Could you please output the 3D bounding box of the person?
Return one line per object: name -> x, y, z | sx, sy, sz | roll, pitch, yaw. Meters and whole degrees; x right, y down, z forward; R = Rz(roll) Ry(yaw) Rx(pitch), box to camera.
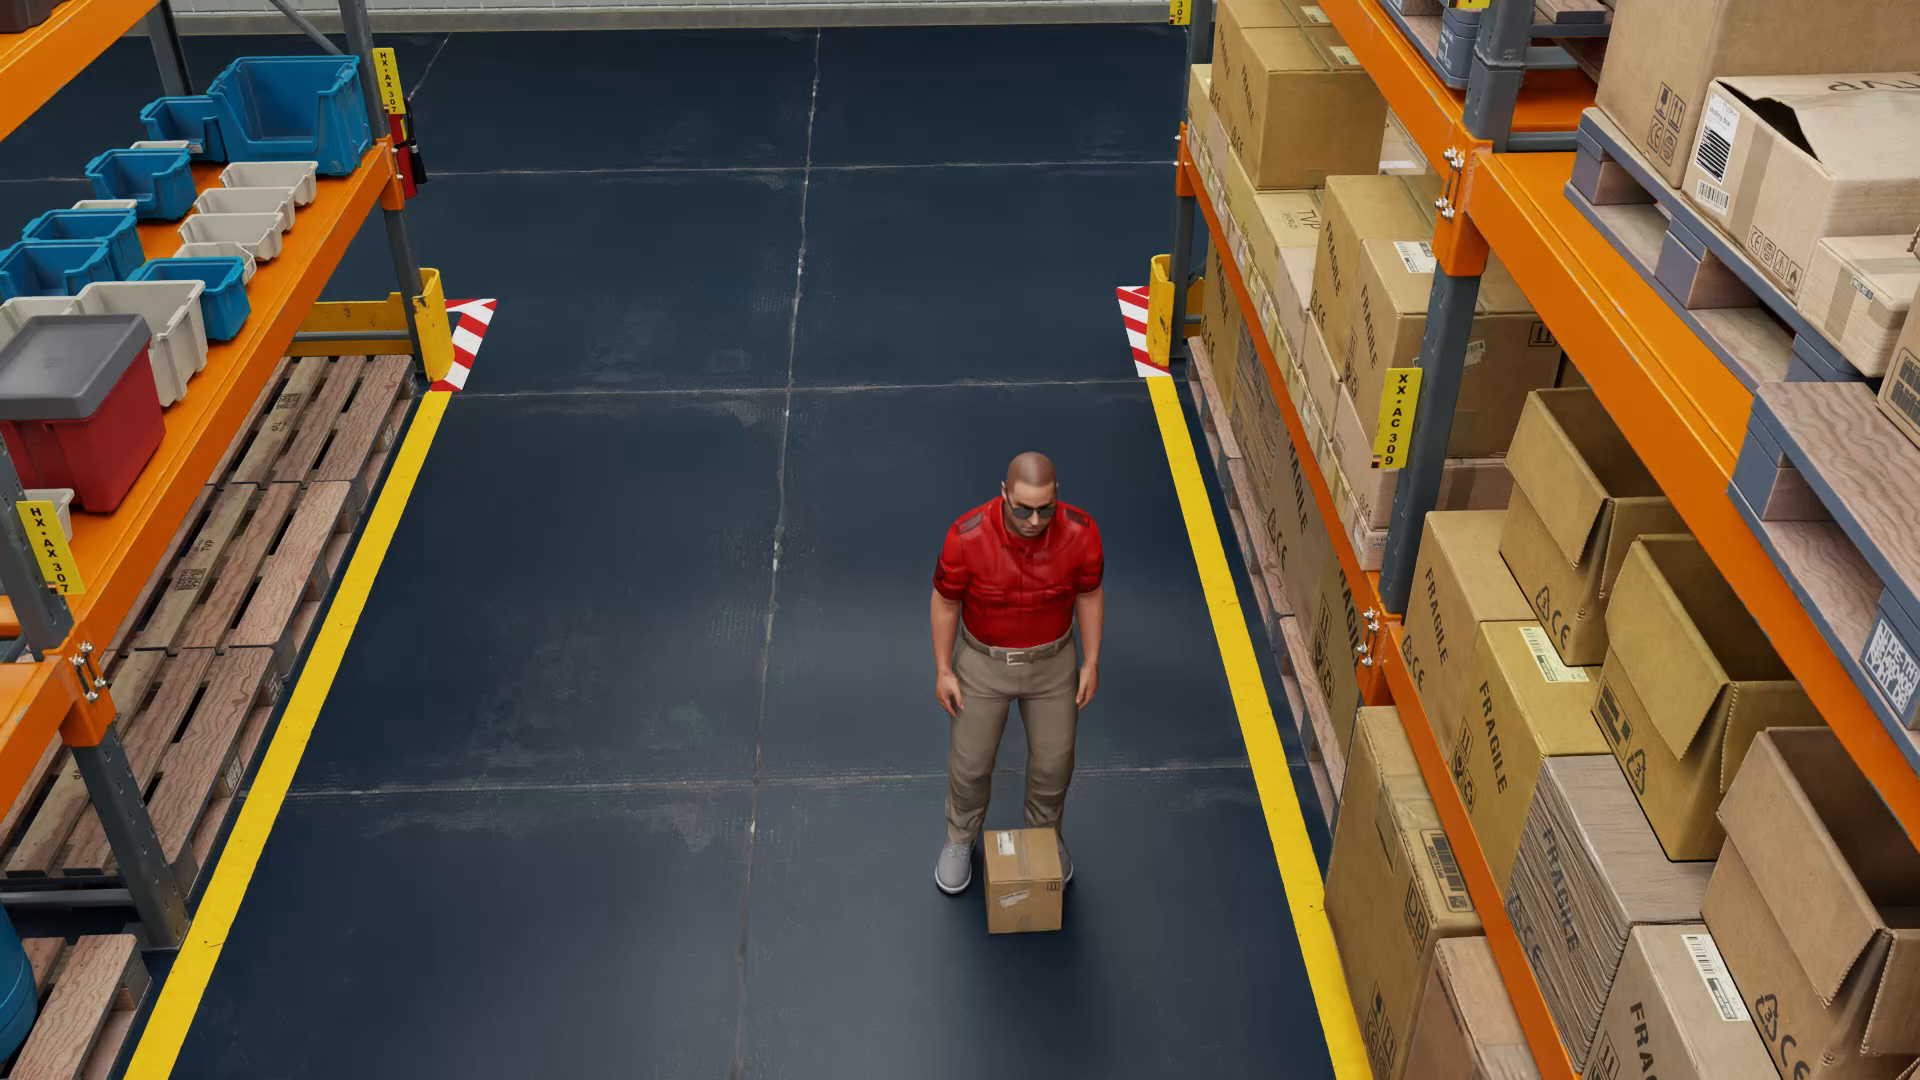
person -> 0.189, 0.429, 5.544 | 0.574, 1.727, 0.390 | -3, 35, -4
